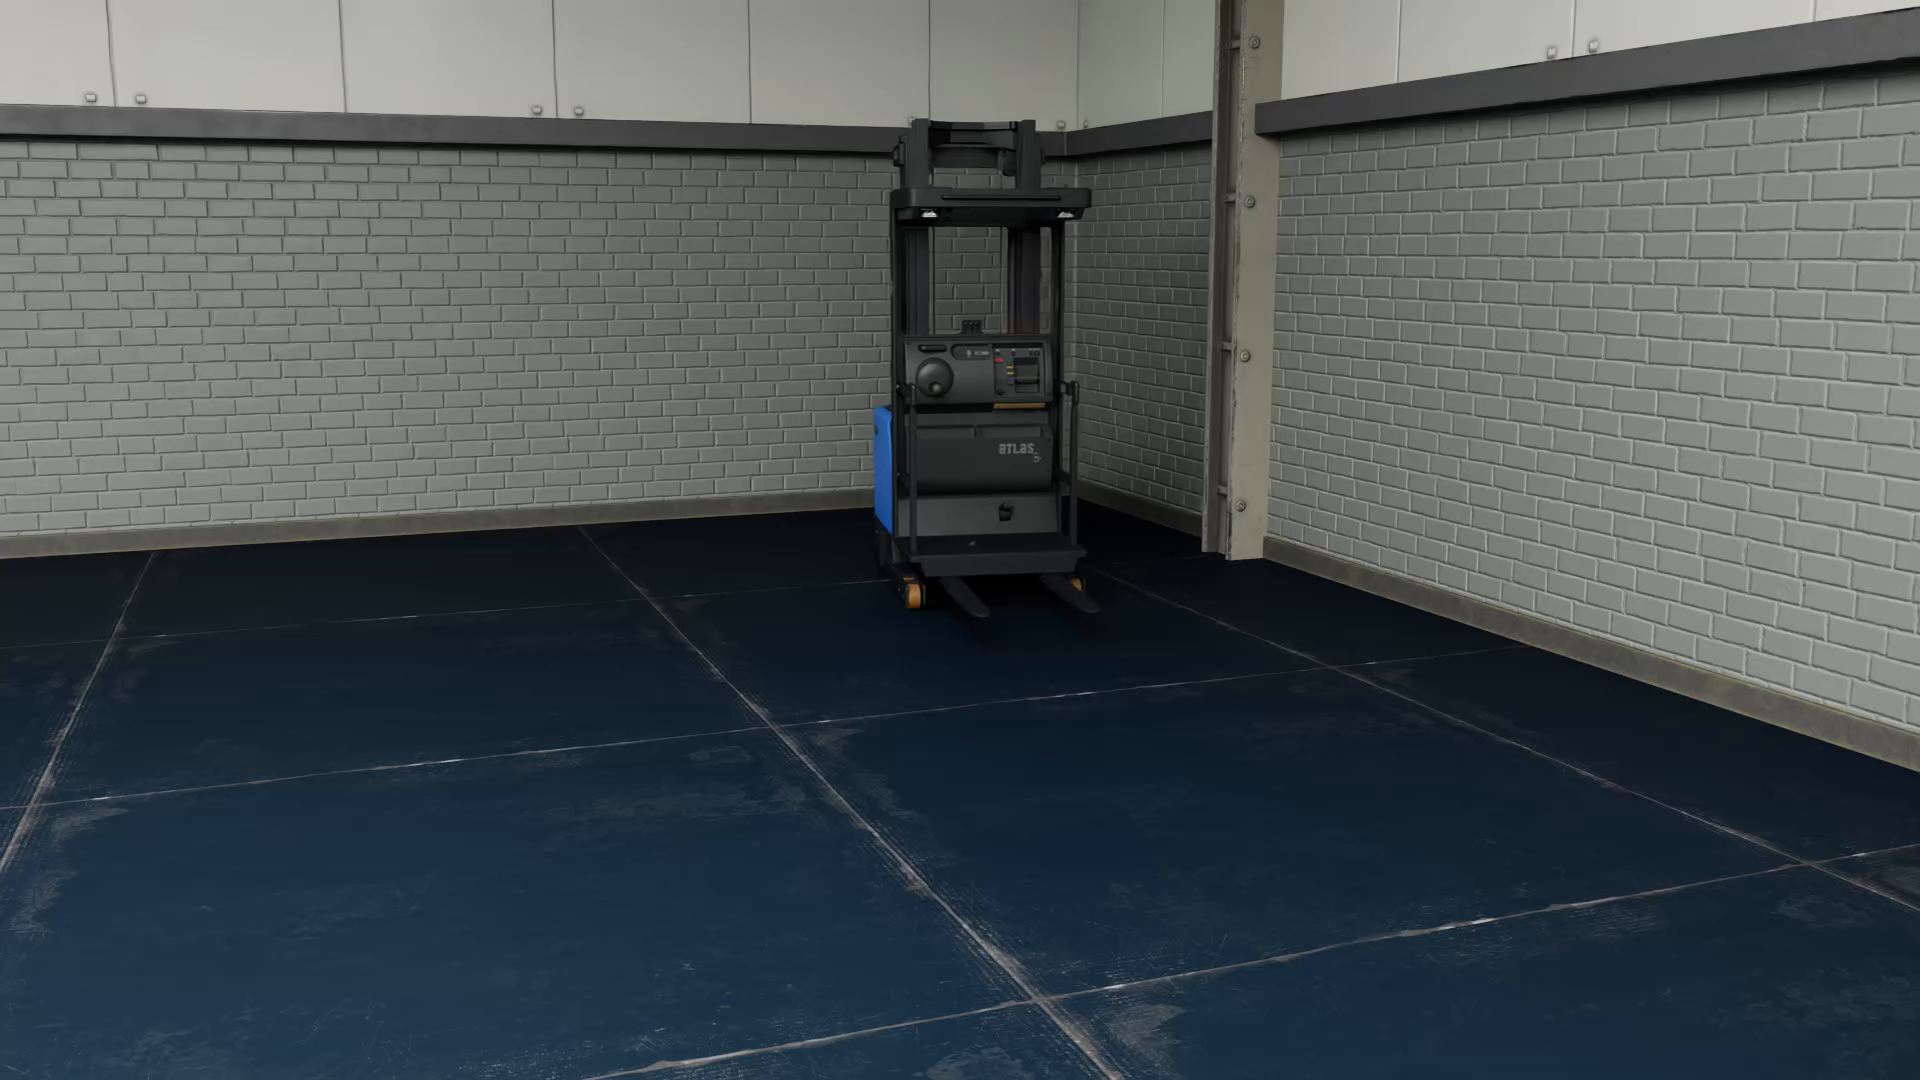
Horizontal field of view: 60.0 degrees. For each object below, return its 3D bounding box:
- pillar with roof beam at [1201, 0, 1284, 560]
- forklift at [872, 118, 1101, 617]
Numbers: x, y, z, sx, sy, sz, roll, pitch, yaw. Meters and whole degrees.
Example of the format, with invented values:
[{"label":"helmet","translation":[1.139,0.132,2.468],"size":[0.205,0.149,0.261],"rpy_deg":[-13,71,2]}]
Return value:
[{"label":"pillar with roof beam","translation":[-2.061,-4.057,9.532],"size":[9.100,9.000,0.400],"rpy_deg":[-4,11,-21]},{"label":"forklift","translation":[0.156,-1.089,10.173],"size":[1.130,2.935,3.031],"rpy_deg":[-2,10,-10]}]
